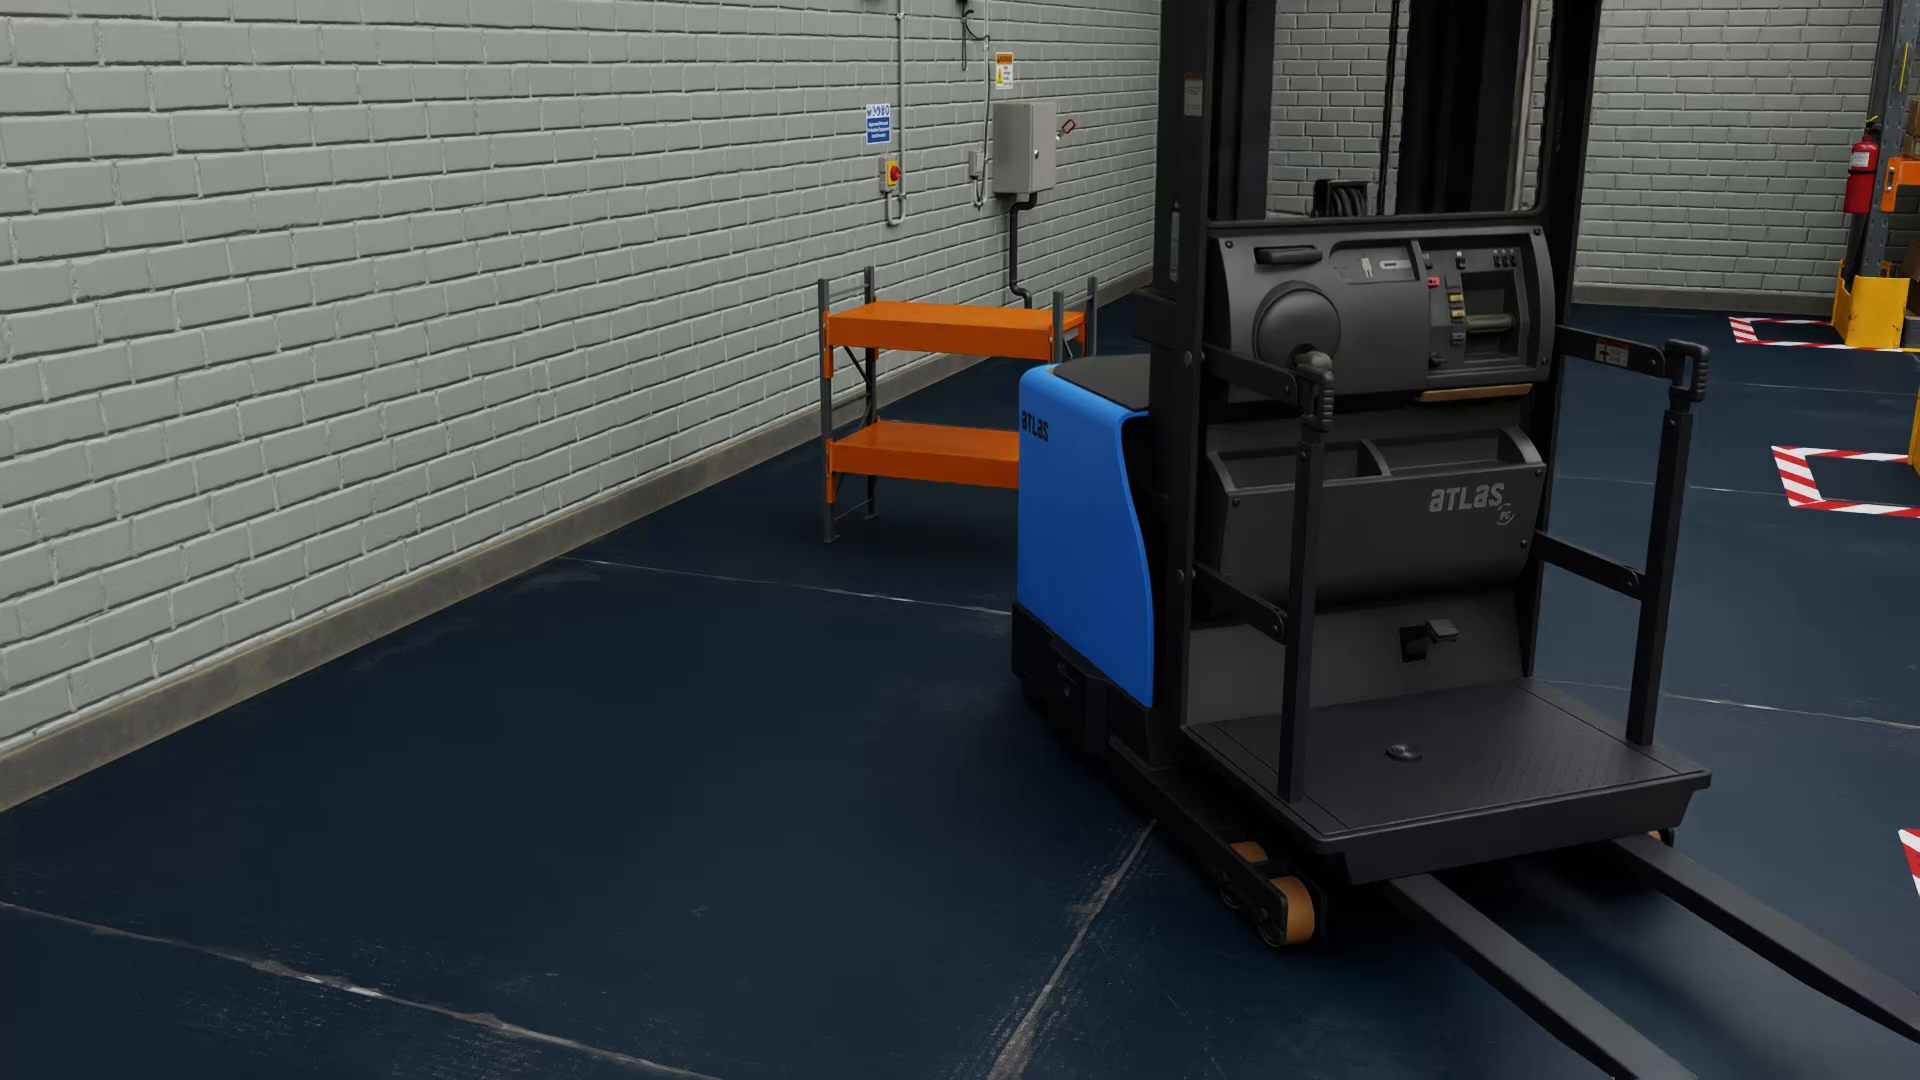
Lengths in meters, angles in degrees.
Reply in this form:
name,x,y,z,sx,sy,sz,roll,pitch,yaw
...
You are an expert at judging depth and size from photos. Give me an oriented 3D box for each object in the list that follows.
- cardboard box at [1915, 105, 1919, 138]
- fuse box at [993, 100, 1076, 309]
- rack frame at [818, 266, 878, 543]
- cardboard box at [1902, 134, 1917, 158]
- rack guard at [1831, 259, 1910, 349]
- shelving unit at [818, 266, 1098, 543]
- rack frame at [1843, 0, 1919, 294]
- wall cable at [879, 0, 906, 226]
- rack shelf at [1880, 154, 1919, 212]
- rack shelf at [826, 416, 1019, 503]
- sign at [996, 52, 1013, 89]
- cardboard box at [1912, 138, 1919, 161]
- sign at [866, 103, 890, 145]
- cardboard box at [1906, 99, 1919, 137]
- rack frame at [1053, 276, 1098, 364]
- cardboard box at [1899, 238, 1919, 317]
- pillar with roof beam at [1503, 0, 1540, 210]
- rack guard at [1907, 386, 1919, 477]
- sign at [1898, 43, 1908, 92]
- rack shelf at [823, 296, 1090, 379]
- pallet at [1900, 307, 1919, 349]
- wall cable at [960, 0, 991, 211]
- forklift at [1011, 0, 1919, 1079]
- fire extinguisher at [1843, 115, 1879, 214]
name,x,y,z,sx,sy,sz,roll,pitch,yaw
cardboard box,7.004,-2.928,11.614,0.500,0.250,0.500,6,17,21
fuse box,0.515,-2.167,11.570,0.414,1.711,0.539,6,17,21
rack frame,-0.479,-0.593,7.198,0.032,1.125,0.500,6,17,21
cardboard box,7.087,-2.888,12.193,0.250,0.149,0.380,6,17,20
rack guard,6.751,-1.765,12.357,0.348,0.500,1.175,6,17,21
shelving unit,-0.006,-0.541,7.019,1.048,1.125,0.538,6,17,21
rack frame,6.681,-2.973,12.035,0.127,3.000,1.000,6,17,21
wall cable,-0.391,-2.759,9.419,0.123,1.953,0.585,6,17,21
rack shelf,8.541,-2.423,11.430,4.000,0.370,1.077,6,17,21
rack shelf,-0.006,-0.306,7.087,1.000,0.278,0.538,6,17,21
sign,0.302,-3.190,11.299,0.001,0.242,0.339,6,17,21
cardboard box,6.886,-2.748,11.709,0.250,0.149,0.380,6,17,20
sign,-0.466,-2.380,9.506,0.001,0.218,0.327,6,17,21
cardboard box,7.206,-3.066,12.089,0.500,0.250,0.500,7,18,22
rack frame,0.467,-0.489,6.840,0.032,1.125,0.500,6,17,21
cardboard box,7.215,-1.889,12.024,0.637,0.503,0.797,6,17,18
pillar with roof beam,2.923,-5.247,9.108,0.400,9.000,9.100,6,17,21
rack guard,4.840,-0.487,7.956,0.348,0.500,1.175,6,17,21
sign,6.482,-3.248,11.429,0.005,0.325,0.100,6,17,21
rack shelf,-0.006,-0.822,6.938,1.000,0.278,0.538,6,17,21
pallet,7.493,-1.545,12.117,1.213,0.211,1.003,6,17,21
wall cable,0.118,-3.113,10.695,0.122,1.984,0.588,6,17,21
forklift,1.137,-0.582,3.921,1.130,2.935,3.031,-6,17,-19
fire extinguisher,6.374,-2.652,11.737,0.183,0.674,0.296,6,17,21
